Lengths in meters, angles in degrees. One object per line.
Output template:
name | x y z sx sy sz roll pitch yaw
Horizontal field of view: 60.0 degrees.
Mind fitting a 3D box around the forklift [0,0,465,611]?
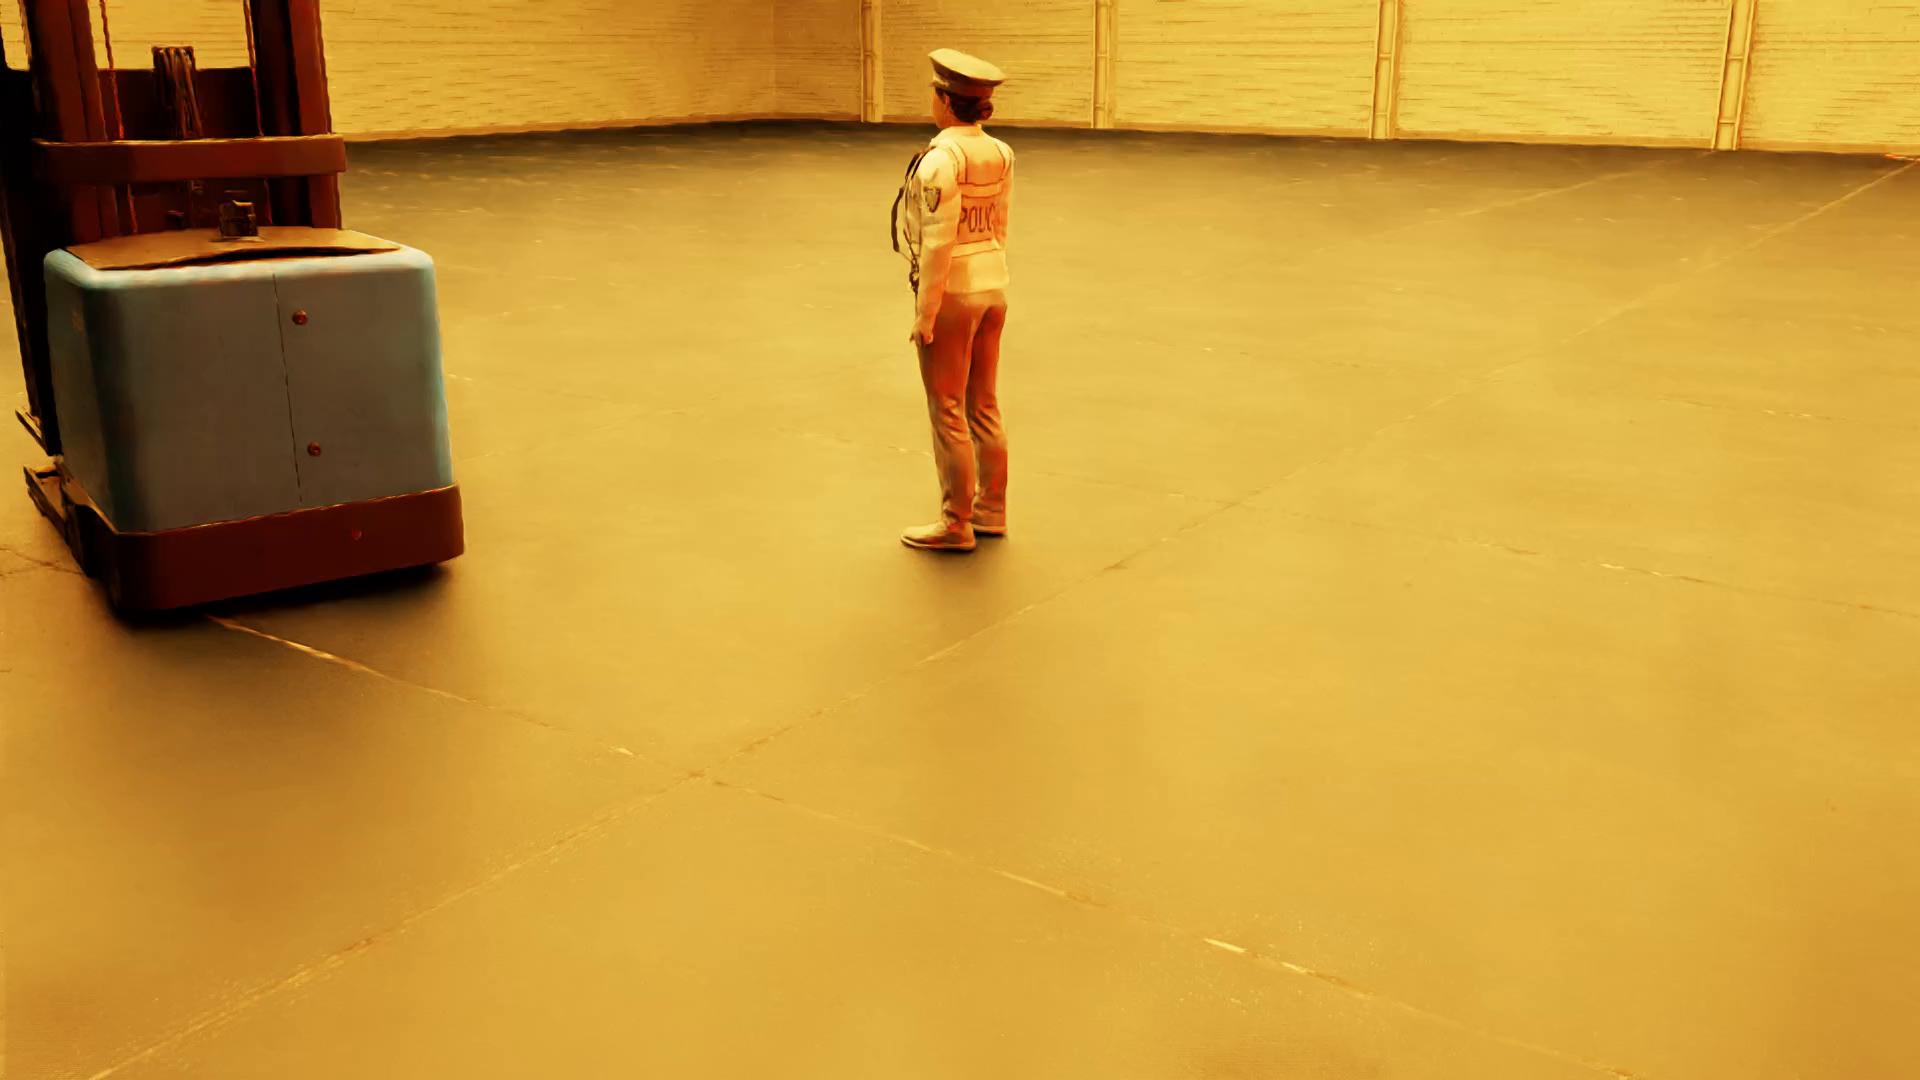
forklift | -2.921 -1.550 6.016 1.130 2.935 3.031 -12 20 -34

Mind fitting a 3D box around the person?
person | -0.013 -0.810 5.714 0.337 1.692 0.463 11 20 33
